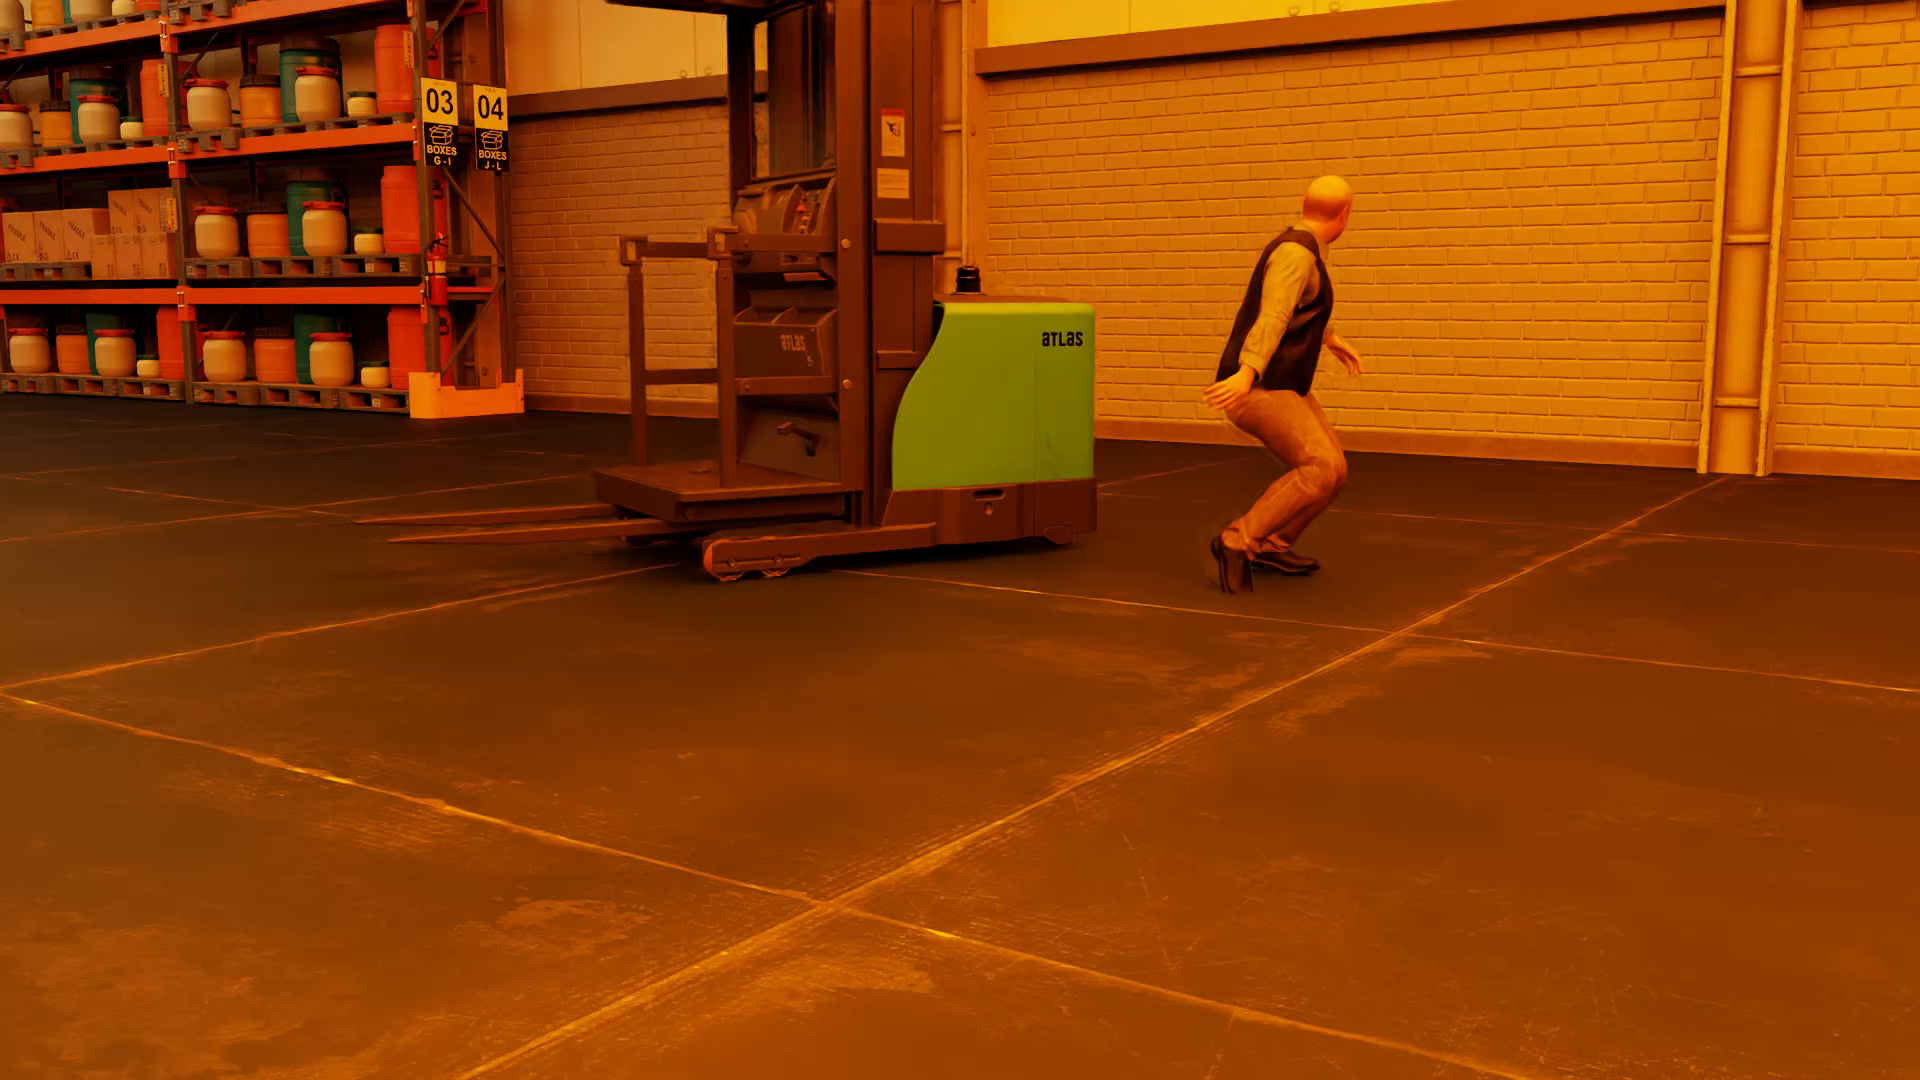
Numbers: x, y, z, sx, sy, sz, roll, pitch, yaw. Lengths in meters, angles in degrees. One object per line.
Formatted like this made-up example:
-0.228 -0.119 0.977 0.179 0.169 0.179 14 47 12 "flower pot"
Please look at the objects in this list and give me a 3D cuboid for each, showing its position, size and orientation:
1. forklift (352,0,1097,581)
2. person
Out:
-0.924 -1.374 6.857 3.031 2.935 1.130 -5 9 -30 "forklift"
1.214 -0.557 6.267 0.502 1.608 0.967 3 9 20 "person"
